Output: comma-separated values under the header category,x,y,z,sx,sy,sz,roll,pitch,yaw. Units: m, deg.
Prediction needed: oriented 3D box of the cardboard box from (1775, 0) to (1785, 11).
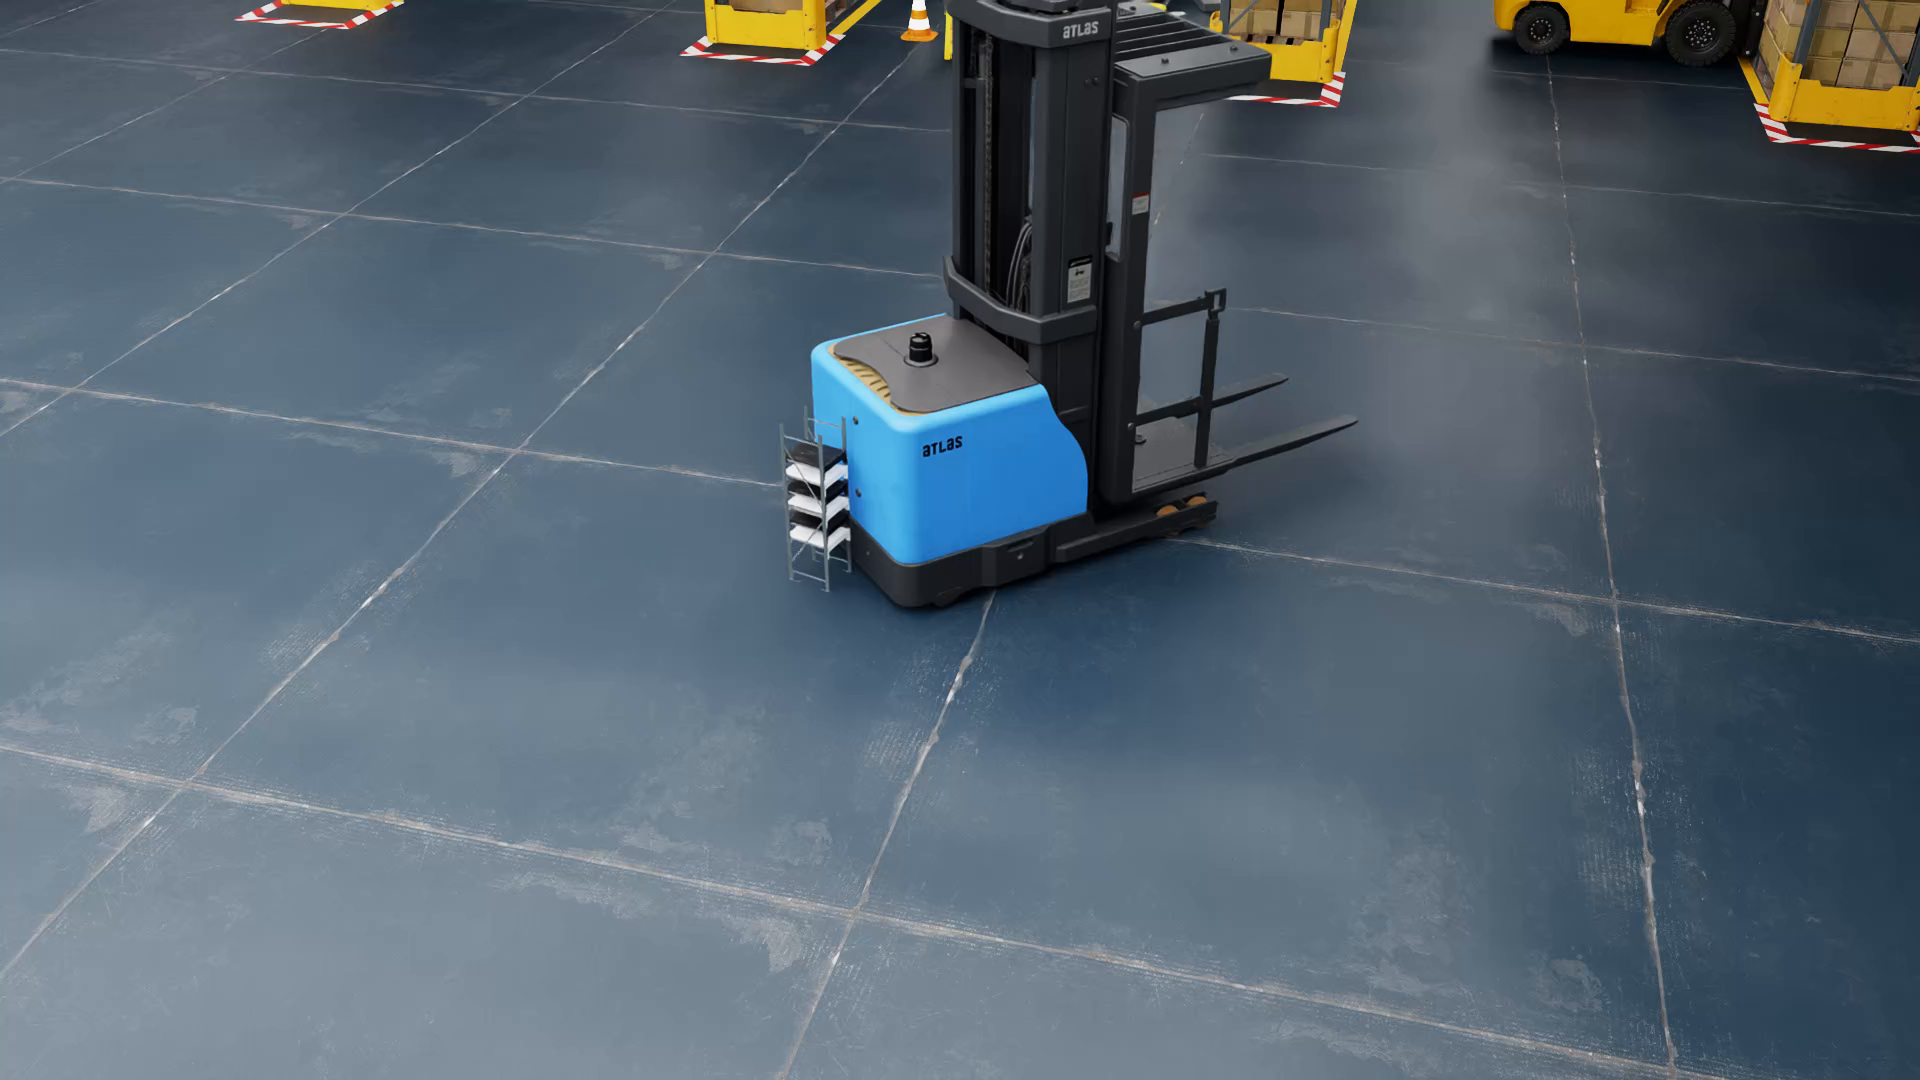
category,x,y,z,sx,sy,sz,roll,pitch,yaw
cardboard box,7.639,-4.932,14.952,0.500,0.250,0.500,9,33,13

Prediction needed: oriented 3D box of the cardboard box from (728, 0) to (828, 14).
category,x,y,z,sx,sy,sz,roll,pitch,yaw
cardboard box,-1.808,-5.883,16.798,0.875,0.875,0.875,8,33,13

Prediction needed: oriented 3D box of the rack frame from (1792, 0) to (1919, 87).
category,x,y,z,sx,sy,sz,roll,pitch,yaw
rack frame,7.700,-4.946,13.735,1.000,3.000,0.127,8,33,12

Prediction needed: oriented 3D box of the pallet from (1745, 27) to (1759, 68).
category,x,y,z,sx,sy,sz,roll,pitch,yaw
pallet,8.165,-4.803,16.109,1.003,0.211,1.213,8,33,12

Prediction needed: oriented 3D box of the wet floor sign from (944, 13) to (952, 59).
category,x,y,z,sx,sy,sz,roll,pitch,yaw
wet floor sign,-0.008,-4.964,15.956,0.267,0.644,0.232,3,33,4

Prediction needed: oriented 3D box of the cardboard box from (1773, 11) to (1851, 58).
category,x,y,z,sx,sy,sz,roll,pitch,yaw
cardboard box,7.521,-4.469,14.690,0.500,0.250,0.500,8,33,12

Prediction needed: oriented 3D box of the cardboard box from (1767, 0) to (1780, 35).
category,x,y,z,sx,sy,sz,roll,pitch,yaw
cardboard box,7.658,-4.728,15.097,0.500,0.250,0.500,8,33,12

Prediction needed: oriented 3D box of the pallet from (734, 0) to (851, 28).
category,x,y,z,sx,sy,sz,roll,pitch,yaw
pallet,-1.789,-5.491,17.190,1.003,0.211,1.213,8,33,12

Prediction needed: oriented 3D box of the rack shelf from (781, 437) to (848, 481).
category,x,y,z,sx,sy,sz,roll,pitch,yaw
rack shelf,-0.707,-0.394,8.090,0.258,0.077,0.200,17,36,24

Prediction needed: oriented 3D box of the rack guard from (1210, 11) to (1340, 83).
category,x,y,z,sx,sy,sz,roll,pitch,yaw
rack guard,2.917,-4.605,15.527,1.175,0.500,0.348,8,33,12

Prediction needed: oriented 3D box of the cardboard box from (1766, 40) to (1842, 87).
category,x,y,z,sx,sy,sz,roll,pitch,yaw
cardboard box,7.513,-4.250,14.811,0.500,0.250,0.500,8,33,13

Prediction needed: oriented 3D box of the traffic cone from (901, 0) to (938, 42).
category,x,y,z,sx,sy,sz,roll,pitch,yaw
traffic cone,-0.408,-5.253,16.582,0.336,0.463,0.334,8,33,12

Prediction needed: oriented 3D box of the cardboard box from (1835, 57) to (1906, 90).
category,x,y,z,sx,sy,sz,roll,pitch,yaw
cardboard box,8.013,-4.192,14.719,0.500,0.250,0.500,8,33,13

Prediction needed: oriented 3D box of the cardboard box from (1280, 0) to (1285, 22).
category,x,y,z,sx,sy,sz,roll,pitch,yaw
cardboard box,2.982,-5.361,16.558,0.500,0.250,0.500,8,33,13

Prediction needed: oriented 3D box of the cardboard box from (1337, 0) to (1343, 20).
category,x,y,z,sx,sy,sz,roll,pitch,yaw
cardboard box,3.507,-5.282,16.434,0.500,0.250,0.500,9,34,14

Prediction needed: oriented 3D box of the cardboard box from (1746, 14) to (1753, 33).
category,x,y,z,sx,sy,sz,roll,pitch,yaw
cardboard box,7.894,-5.038,16.050,0.500,0.250,0.500,9,34,14

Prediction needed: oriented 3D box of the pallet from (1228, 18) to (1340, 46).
category,x,y,z,sx,sy,sz,roll,pitch,yaw
pallet,3.157,-4.900,16.261,1.003,0.211,1.213,8,33,12

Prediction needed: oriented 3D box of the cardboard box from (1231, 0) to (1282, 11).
category,x,y,z,sx,sy,sz,roll,pitch,yaw
cardboard box,2.849,-5.405,15.928,0.500,0.500,0.500,8,33,13

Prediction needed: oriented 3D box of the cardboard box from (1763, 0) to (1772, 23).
category,x,y,z,sx,sy,sz,roll,pitch,yaw
cardboard box,7.769,-4.999,15.523,0.500,0.250,0.500,7,33,11

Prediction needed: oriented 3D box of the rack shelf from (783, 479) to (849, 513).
category,x,y,z,sx,sy,sz,roll,pitch,yaw
rack shelf,-0.707,-0.242,8.186,0.258,0.077,0.200,17,36,24

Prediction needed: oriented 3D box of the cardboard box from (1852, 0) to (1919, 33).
category,x,y,z,sx,sy,sz,roll,pitch,yaw
cardboard box,8.005,-4.609,14.443,0.500,0.250,0.500,8,33,12

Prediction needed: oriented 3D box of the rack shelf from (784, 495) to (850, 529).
category,x,y,z,sx,sy,sz,roll,pitch,yaw
rack shelf,-0.707,-0.166,8.234,0.258,0.077,0.200,17,36,24

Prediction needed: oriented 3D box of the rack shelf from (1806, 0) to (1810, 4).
category,x,y,z,sx,sy,sz,roll,pitch,yaw
rack shelf,8.207,-5.681,15.560,1.077,0.370,4.000,8,33,12

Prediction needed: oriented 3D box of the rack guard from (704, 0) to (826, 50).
category,x,y,z,sx,sy,sz,roll,pitch,yaw
rack guard,-1.922,-5.174,16.423,1.175,0.500,0.348,8,33,12

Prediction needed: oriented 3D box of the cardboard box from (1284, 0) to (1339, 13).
category,x,y,z,sx,sy,sz,roll,pitch,yaw
cardboard box,3.375,-5.347,15.837,0.500,0.500,0.500,7,33,11

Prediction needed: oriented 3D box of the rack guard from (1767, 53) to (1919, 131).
category,x,y,z,sx,sy,sz,roll,pitch,yaw
rack guard,7.694,-3.879,14.386,1.175,0.500,0.348,8,33,12

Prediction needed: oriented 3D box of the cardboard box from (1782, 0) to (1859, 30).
category,x,y,z,sx,sy,sz,roll,pitch,yaw
cardboard box,7.515,-4.667,14.534,0.500,0.250,0.500,9,34,14

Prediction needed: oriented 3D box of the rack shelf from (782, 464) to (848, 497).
category,x,y,z,sx,sy,sz,roll,pitch,yaw
rack shelf,-0.707,-0.318,8.138,0.258,0.077,0.200,17,36,24

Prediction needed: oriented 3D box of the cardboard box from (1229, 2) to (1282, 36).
category,x,y,z,sx,sy,sz,roll,pitch,yaw
cardboard box,2.848,-5.106,16.157,0.500,0.250,0.500,8,33,12

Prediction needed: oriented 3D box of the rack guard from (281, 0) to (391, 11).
category,x,y,z,sx,sy,sz,roll,pitch,yaw
rack guard,-6.669,-5.954,17.650,1.175,0.500,0.348,8,33,12

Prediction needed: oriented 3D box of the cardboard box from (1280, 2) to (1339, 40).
category,x,y,z,sx,sy,sz,roll,pitch,yaw
cardboard box,3.370,-5.018,16.019,0.500,0.250,0.500,8,33,12

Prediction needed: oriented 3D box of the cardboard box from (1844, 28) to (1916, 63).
category,x,y,z,sx,sy,sz,roll,pitch,yaw
cardboard box,8.020,-4.390,14.565,0.500,0.250,0.500,9,33,13

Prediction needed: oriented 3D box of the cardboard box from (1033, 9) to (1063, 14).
category,x,y,z,sx,sy,sz,roll,pitch,yaw
cardboard box,0.894,-5.823,17.441,0.797,0.503,0.637,-14,35,-21

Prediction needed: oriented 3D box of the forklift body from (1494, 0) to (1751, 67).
category,x,y,z,sx,sy,sz,roll,pitch,yaw
forklift body,6.416,-5.821,15.901,2.313,2.155,1.214,8,33,12

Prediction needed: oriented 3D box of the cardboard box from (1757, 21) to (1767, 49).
category,x,y,z,sx,sy,sz,roll,pitch,yaw
cardboard box,7.784,-4.765,15.621,0.500,0.250,0.500,8,33,13

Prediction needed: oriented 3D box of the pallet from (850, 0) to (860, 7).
category,x,y,z,sx,sy,sz,roll,pitch,yaw
pallet,-1.477,-6.122,18.183,1.003,0.211,1.213,8,33,12

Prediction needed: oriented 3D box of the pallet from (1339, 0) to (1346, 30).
category,x,y,z,sx,sy,sz,roll,pitch,yaw
pallet,3.469,-5.531,17.253,1.003,0.211,1.213,8,33,12

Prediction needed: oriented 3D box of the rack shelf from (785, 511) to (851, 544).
category,x,y,z,sx,sy,sz,roll,pitch,yaw
rack shelf,-0.707,-0.090,8.283,0.258,0.077,0.200,17,36,24

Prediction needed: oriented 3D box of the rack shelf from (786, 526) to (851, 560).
category,x,y,z,sx,sy,sz,roll,pitch,yaw
rack shelf,-0.707,-0.014,8.331,0.258,0.077,0.200,17,36,24

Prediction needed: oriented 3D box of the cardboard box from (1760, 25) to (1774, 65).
category,x,y,z,sx,sy,sz,roll,pitch,yaw
cardboard box,7.649,-4.507,15.215,0.500,0.250,0.500,8,33,12

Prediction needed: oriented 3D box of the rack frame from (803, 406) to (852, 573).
category,x,y,z,sx,sy,sz,roll,pitch,yaw
rack frame,-0.658,-0.242,8.291,0.240,0.900,0.006,17,36,24

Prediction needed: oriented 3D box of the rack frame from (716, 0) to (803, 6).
category,x,y,z,sx,sy,sz,roll,pitch,yaw
rack frame,-1.916,-6.242,15.772,1.000,3.000,0.127,8,33,12

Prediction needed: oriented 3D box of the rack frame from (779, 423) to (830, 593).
category,x,y,z,sx,sy,sz,roll,pitch,yaw
rack frame,-0.757,-0.147,8.142,0.240,0.900,0.006,17,36,24

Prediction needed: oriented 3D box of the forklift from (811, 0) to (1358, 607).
category,x,y,z,sx,sy,sz,roll,pitch,yaw
forklift,0.777,-1.477,8.342,3.031,2.935,1.130,-17,36,-25

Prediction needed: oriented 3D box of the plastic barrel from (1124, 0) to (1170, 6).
category,x,y,z,sx,sy,sz,roll,pitch,yaw
plastic barrel,1.957,-5.811,17.496,0.421,0.421,0.512,-21,38,-29

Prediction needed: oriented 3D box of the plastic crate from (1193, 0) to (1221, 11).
category,x,y,z,sx,sy,sz,roll,pitch,yaw
plastic crate,2.721,-5.761,17.737,0.402,0.080,0.583,-3,33,-4

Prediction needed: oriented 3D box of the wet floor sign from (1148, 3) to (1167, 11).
category,x,y,z,sx,sy,sz,roll,pitch,yaw
wet floor sign,1.814,-4.674,15.501,0.267,0.644,0.232,20,38,29

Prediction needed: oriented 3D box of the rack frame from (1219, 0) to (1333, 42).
category,x,y,z,sx,sy,sz,roll,pitch,yaw
rack frame,2.898,-5.620,14.795,1.000,3.000,0.127,8,33,12

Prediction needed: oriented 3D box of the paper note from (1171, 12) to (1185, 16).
category,x,y,z,sx,sy,sz,roll,pitch,yaw
paper note,2.285,-5.513,17.394,0.142,0.019,0.148,-3,33,-4

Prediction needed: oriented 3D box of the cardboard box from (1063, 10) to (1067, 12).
category,x,y,z,sx,sy,sz,roll,pitch,yaw
cardboard box,1.276,-5.372,17.062,0.380,0.149,0.250,28,42,36

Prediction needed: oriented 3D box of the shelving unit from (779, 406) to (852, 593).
category,x,y,z,sx,sy,sz,roll,pitch,yaw
shelving unit,-0.707,-0.194,8.217,0.258,0.900,0.210,17,36,24

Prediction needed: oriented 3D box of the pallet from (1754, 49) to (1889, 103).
category,x,y,z,sx,sy,sz,roll,pitch,yaw
pallet,7.853,-4.172,15.116,1.003,0.211,1.213,8,33,12
